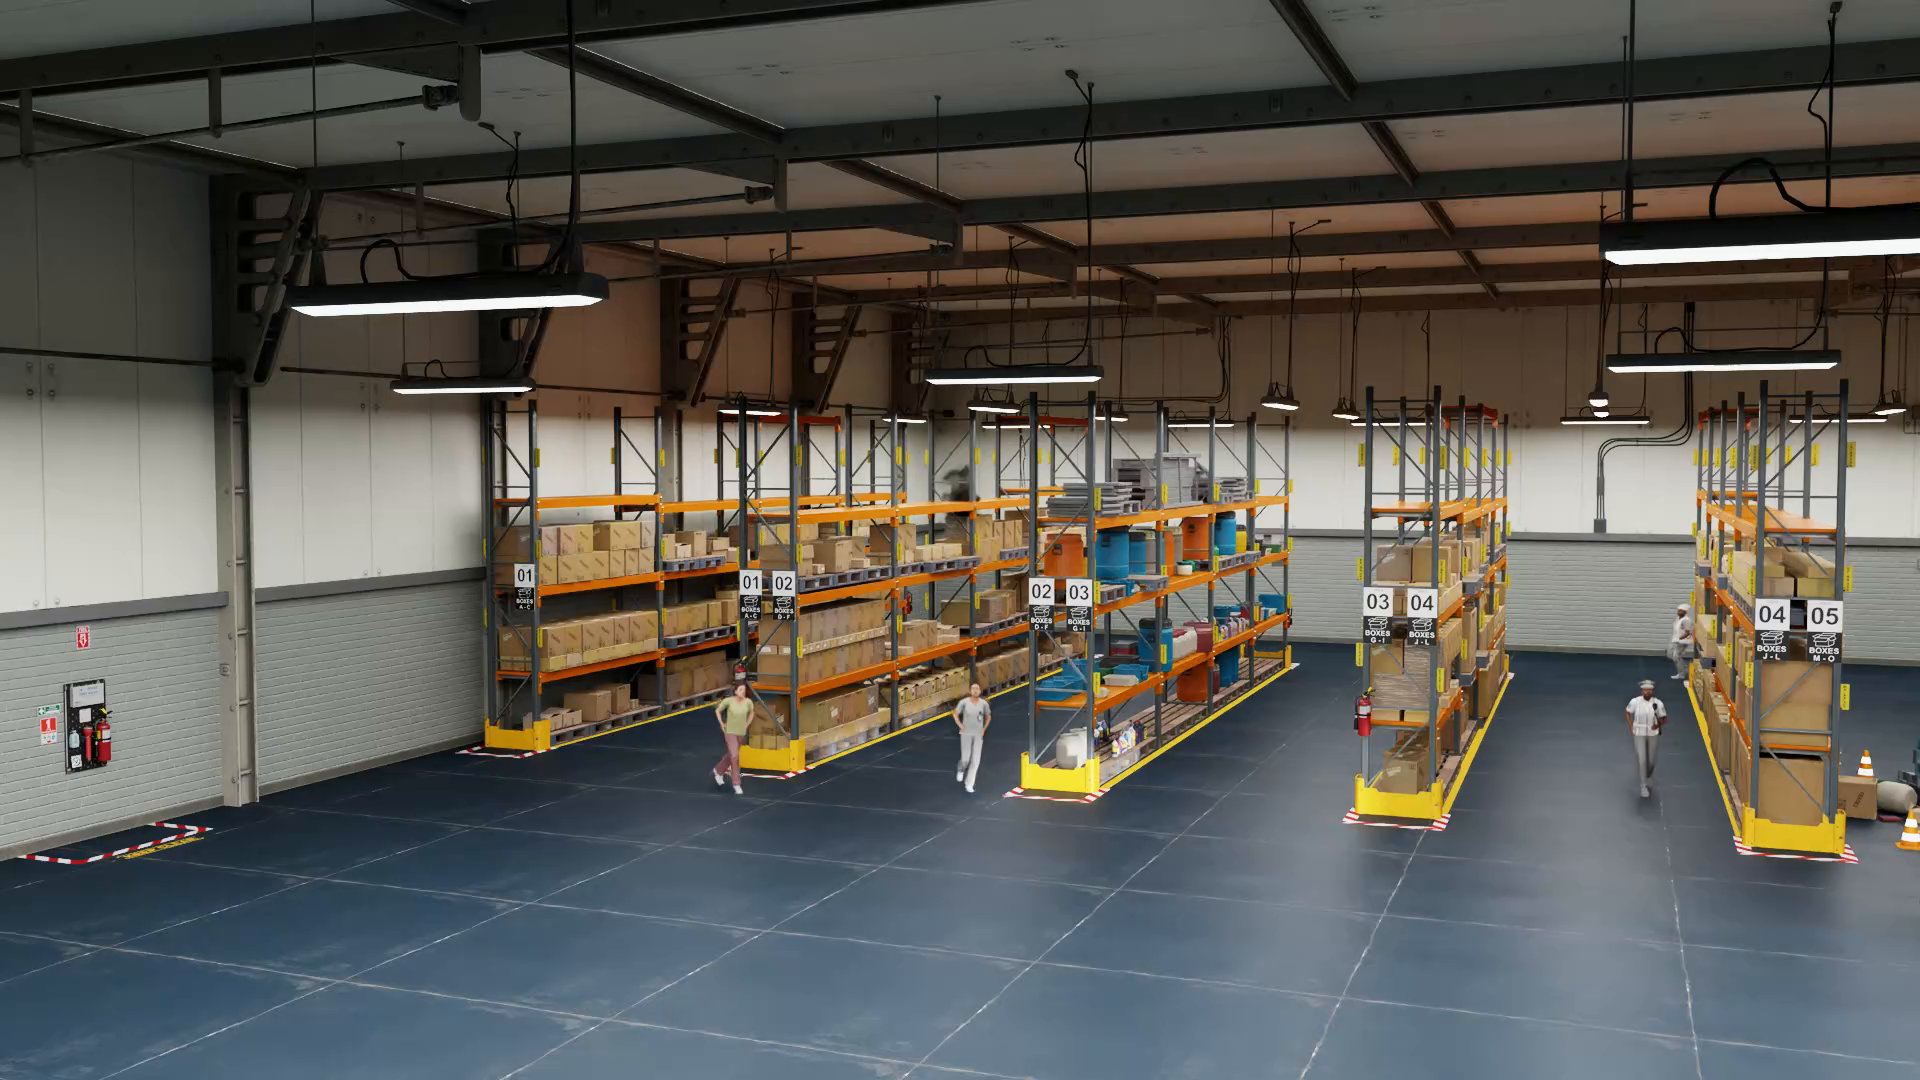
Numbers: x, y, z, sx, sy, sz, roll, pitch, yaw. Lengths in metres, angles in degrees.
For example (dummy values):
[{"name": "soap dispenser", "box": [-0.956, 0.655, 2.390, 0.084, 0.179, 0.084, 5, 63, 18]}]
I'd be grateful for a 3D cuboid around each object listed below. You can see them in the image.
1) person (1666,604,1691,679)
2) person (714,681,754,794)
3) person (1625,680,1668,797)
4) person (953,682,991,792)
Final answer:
[{"name": "person", "box": [16.239, 2.289, 37.483, 0.555, 1.724, 0.717, 0, 3, 1]}, {"name": "person", "box": [-3.416, 2.950, 25.168, 0.597, 1.678, 0.895, -2, 3, -31]}, {"name": "person", "box": [10.239, 2.923, 24.807, 0.591, 1.699, 0.835, 1, 3, 17]}, {"name": "person", "box": [0.186, 2.962, 25.207, 0.572, 1.655, 0.593, 0, 3, -8]}]
